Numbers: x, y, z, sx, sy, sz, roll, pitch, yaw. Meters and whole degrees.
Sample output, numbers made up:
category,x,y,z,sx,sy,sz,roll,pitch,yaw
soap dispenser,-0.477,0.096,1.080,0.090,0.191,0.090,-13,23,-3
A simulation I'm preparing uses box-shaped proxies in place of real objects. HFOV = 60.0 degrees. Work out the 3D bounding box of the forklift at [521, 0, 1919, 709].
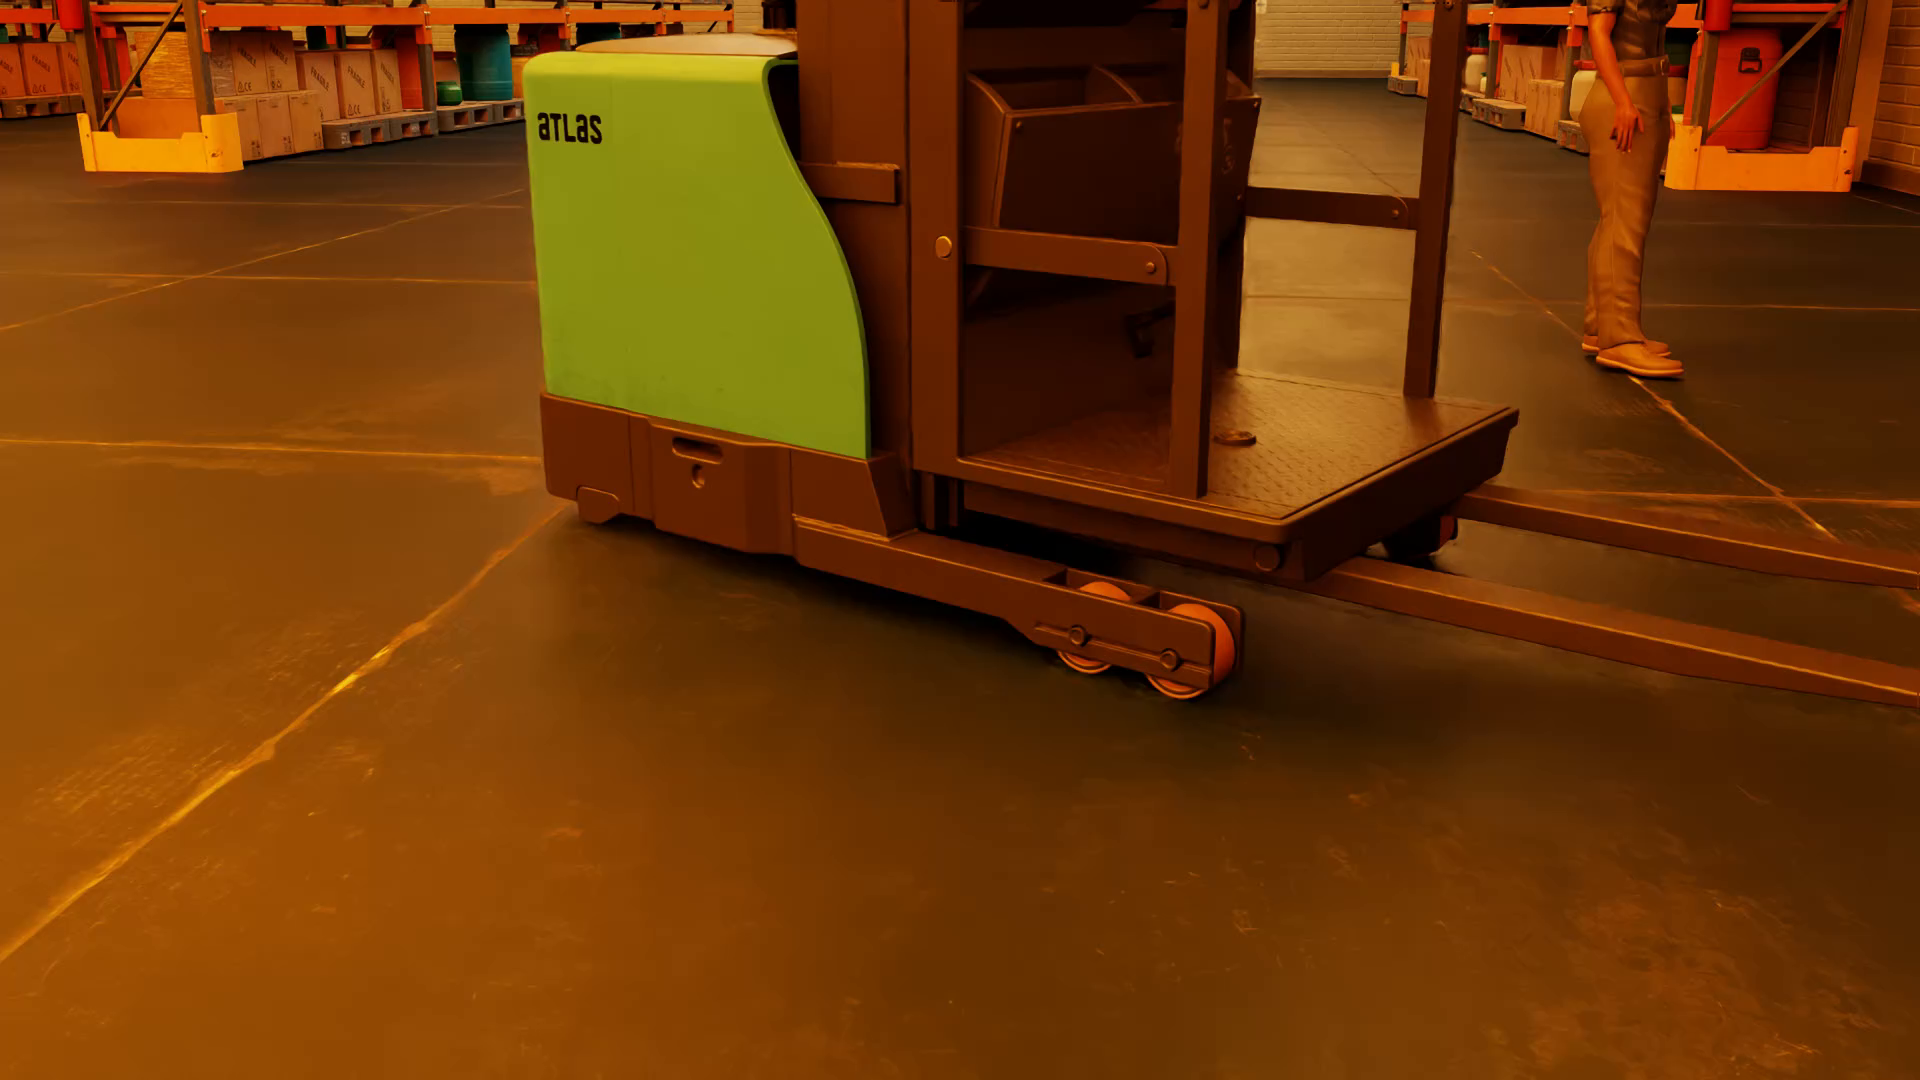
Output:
category,x,y,z,sx,sy,sz,roll,pitch,yaw
forklift,0.485,-1.297,3.066,3.031,2.935,1.130,13,22,36

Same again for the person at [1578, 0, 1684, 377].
category,x,y,z,sx,sy,sz,roll,pitch,yaw
person,2.321,-1.422,5.562,0.505,1.654,0.568,13,22,35
